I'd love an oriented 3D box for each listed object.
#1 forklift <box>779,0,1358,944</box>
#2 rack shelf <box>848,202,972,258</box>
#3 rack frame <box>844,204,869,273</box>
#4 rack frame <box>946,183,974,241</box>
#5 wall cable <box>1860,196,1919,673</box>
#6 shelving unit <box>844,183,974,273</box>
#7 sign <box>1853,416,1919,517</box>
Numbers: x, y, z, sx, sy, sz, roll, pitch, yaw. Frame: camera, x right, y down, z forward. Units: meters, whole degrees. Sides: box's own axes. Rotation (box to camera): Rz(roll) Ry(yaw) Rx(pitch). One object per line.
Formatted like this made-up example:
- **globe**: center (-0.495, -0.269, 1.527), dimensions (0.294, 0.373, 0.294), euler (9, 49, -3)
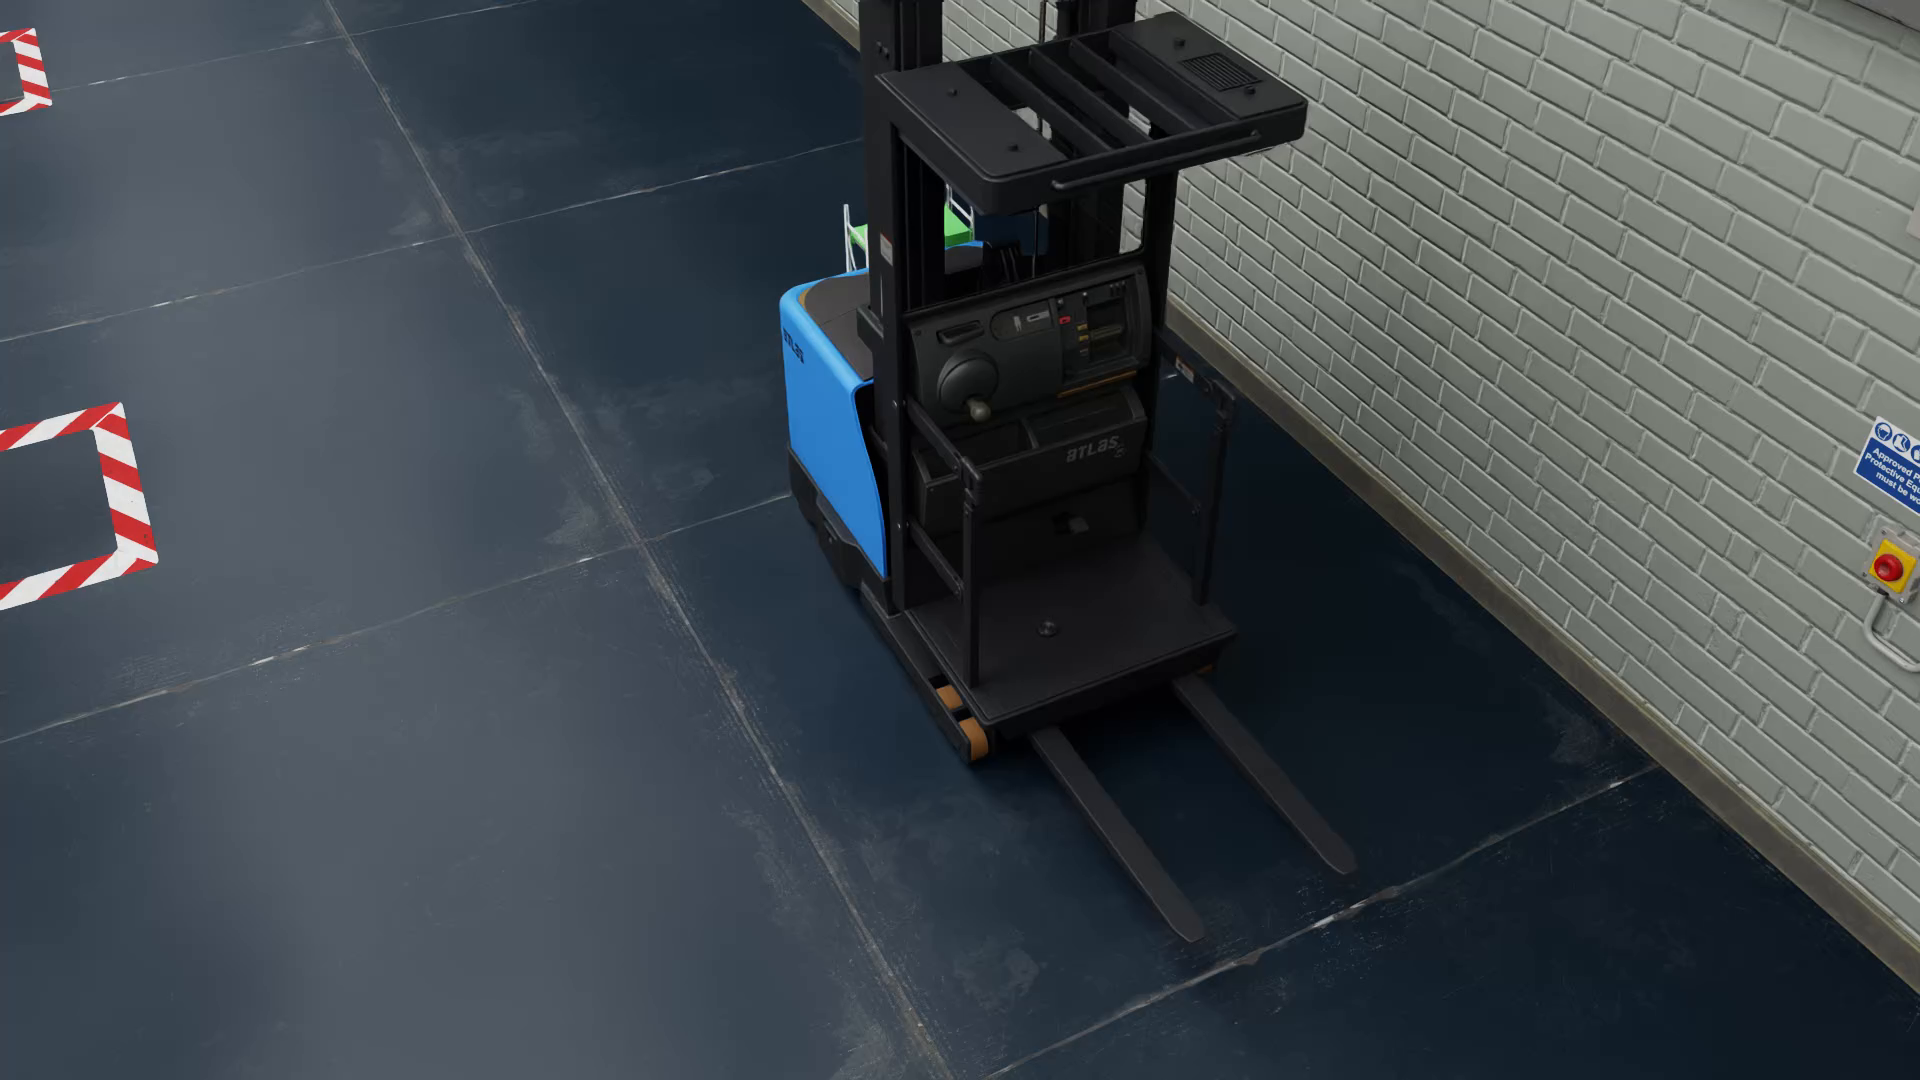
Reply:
- **forklift**: center (0.360, -0.616, 5.709), dimensions (1.130, 2.935, 3.031), euler (-18, 43, -20)
- **rack shelf**: center (-0.217, -1.289, 7.200), dimensions (0.480, 0.148, 0.258), euler (-18, 43, -20)
- **rack frame**: center (-0.434, -0.900, 7.385), dimensions (0.015, 1.200, 0.240), euler (-18, 43, -20)
- **rack frame**: center (0.001, -1.042, 7.553), dimensions (0.015, 1.200, 0.240), euler (-18, 43, -20)
- **wall cable**: center (2.800, -0.449, 4.648), dimensions (0.123, 1.953, 0.585), euler (-19, 44, -21)
- **shelving unit**: center (-0.216, -0.971, 7.469), dimensions (0.503, 1.200, 0.258), euler (-18, 43, -20)
- **sign**: center (2.832, -0.198, 4.953), dimensions (0.001, 0.218, 0.327), euler (-19, 44, -21)
